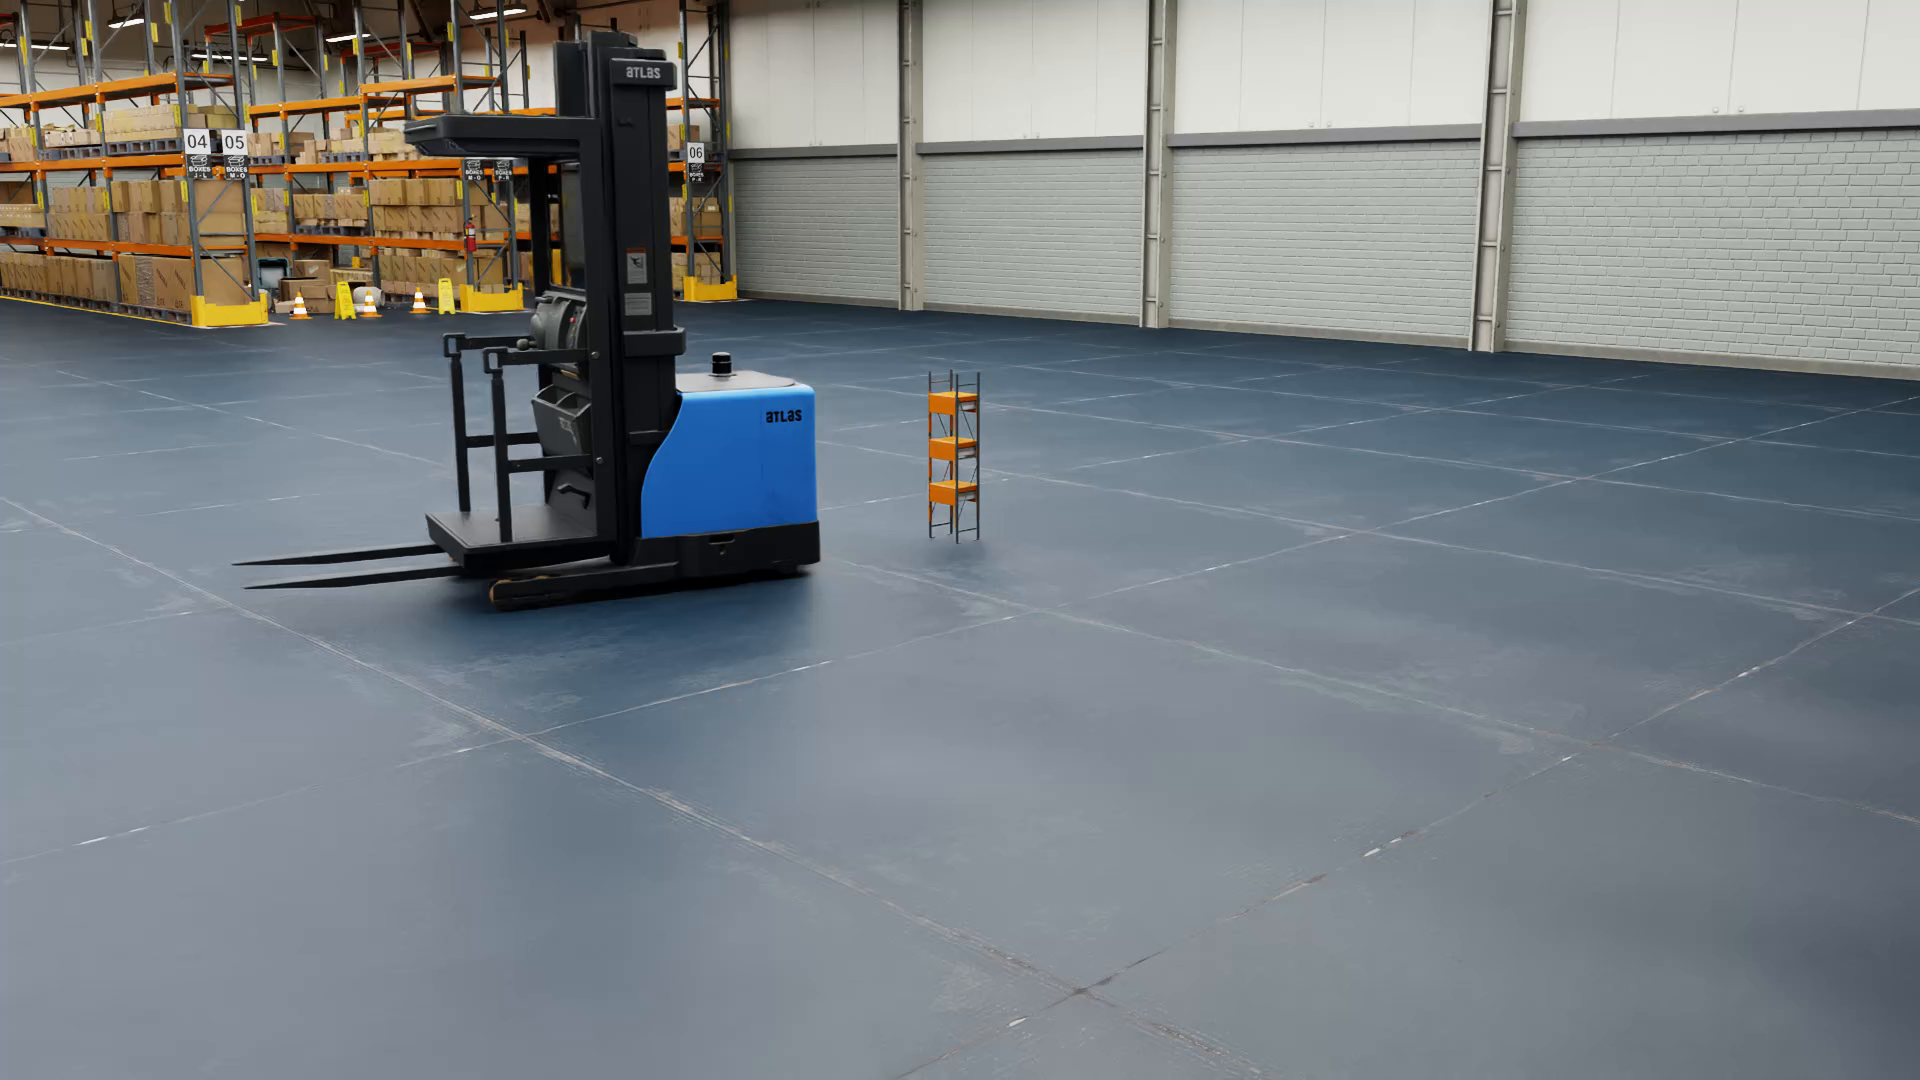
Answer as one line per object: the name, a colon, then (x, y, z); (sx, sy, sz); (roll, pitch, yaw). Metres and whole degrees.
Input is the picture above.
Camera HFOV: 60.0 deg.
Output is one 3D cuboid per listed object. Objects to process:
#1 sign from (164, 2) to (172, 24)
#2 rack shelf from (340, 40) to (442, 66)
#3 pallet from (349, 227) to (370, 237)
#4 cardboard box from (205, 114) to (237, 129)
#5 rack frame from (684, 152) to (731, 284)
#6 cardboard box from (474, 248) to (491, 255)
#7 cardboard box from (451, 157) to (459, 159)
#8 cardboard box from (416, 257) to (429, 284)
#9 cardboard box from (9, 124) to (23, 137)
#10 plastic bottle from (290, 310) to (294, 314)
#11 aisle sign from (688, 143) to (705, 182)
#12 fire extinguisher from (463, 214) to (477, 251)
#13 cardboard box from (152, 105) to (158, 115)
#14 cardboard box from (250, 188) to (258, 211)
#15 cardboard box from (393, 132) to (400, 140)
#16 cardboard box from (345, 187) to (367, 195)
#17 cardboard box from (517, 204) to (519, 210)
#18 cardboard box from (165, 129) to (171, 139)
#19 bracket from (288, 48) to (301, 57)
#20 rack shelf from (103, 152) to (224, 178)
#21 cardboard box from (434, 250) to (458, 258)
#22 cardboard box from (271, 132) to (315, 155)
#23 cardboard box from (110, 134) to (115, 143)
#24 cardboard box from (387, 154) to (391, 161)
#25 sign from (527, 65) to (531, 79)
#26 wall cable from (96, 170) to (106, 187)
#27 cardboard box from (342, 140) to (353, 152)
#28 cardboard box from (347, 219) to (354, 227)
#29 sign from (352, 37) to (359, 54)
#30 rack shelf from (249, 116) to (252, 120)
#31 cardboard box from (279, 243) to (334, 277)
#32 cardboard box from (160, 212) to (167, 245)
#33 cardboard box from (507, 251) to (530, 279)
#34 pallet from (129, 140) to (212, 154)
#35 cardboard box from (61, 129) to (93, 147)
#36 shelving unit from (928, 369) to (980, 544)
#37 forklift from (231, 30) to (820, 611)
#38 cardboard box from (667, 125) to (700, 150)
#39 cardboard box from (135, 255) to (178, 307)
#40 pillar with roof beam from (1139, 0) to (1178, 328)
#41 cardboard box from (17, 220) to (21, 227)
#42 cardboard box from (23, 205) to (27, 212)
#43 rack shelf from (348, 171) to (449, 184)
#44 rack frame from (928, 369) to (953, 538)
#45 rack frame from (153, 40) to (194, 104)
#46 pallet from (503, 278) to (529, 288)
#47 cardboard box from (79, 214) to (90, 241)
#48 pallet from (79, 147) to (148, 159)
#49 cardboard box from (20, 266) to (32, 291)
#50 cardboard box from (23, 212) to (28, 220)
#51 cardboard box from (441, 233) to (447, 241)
sign: (-12.742, -8.480, 26.760); (0.100, 0.325, 0.005); (-11, 16, -43)
rack shelf: (-14.910, -12.773, 43.653); (1.077, 0.370, 4.000); (-11, 16, -43)
pallet: (-12.015, -6.445, 34.737); (1.003, 0.211, 1.213); (-11, 16, -43)
cardboard box: (-12.488, -7.021, 27.970); (0.500, 0.250, 0.500); (-11, 16, -43)
rack frame: (-5.242, -6.516, 34.604); (1.000, 3.000, 0.127); (-11, 16, -43)
cardboard box: (-11.801, -7.144, 41.200); (0.380, 0.149, 0.250); (-10, 15, -41)
cardboard box: (-9.278, -7.183, 31.030); (0.380, 0.149, 0.250); (-11, 16, -42)
cardboard box: (-10.278, -5.281, 32.524); (0.500, 0.500, 0.500); (11, 16, 44)
cardboard box: (-19.235, -8.387, 34.109); (0.396, 0.266, 0.258); (-11, 16, -43)
plastic bottle: (-12.260, -4.207, 30.679); (0.283, 0.061, 0.133); (6, 13, 26)
aisle sign: (-5.409, -7.738, 34.096); (0.394, 0.787, 0.004); (-11, 16, -43)
fire extinguisher: (-9.084, -5.705, 30.859); (0.296, 0.674, 0.183); (-11, 16, -43)
cardboard box: (-13.346, -7.224, 27.965); (0.380, 0.149, 0.250); (-11, 16, -42)
cardboard box: (-15.943, -7.791, 38.067); (0.500, 0.500, 0.500); (-11, 16, -43)
cardboard box: (-10.864, -7.908, 32.572); (0.250, 0.149, 0.380); (11, 16, 43)
cardboard box: (-12.559, -7.260, 34.583); (0.250, 0.149, 0.380); (11, 16, 43)
cardboard box: (-10.378, -7.890, 39.417); (0.380, 0.149, 0.250); (-10, 16, -41)
cardboard box: (-12.988, -6.758, 27.680); (0.380, 0.149, 0.250); (-11, 16, -42)
bracket: (-19.682, -14.428, 49.222); (0.235, 0.232, 0.430); (-11, 16, -43)
rack shelf: (-13.721, -6.528, 29.011); (1.077, 0.370, 4.000); (-11, 16, -43)
cardboard box: (-9.874, -5.492, 31.944); (0.380, 0.149, 0.250); (-10, 15, -41)
cardboard box: (-14.724, -8.750, 36.720); (0.637, 0.503, 0.797); (11, 16, 42)
cardboard box: (-14.916, -7.165, 29.658); (0.380, 0.149, 0.250); (-11, 16, -42)
cardboard box: (-11.163, -7.607, 33.089); (0.380, 0.149, 0.250); (-11, 16, -43)
sign: (-10.368, -11.235, 39.933); (0.100, 0.325, 0.005); (-11, 16, -43)
wall cable: (-23.790, -9.491, 46.451); (0.585, 1.953, 0.123); (-11, 16, -43)
cardboard box: (-12.446, -8.148, 34.425); (0.500, 0.250, 0.500); (-11, 16, -42)
cardboard box: (-12.520, -6.600, 34.595); (0.380, 0.149, 0.250); (-11, 16, -43)
sign: (-11.989, -9.802, 32.982); (0.100, 0.325, 0.005); (-11, 16, -43)
rack shelf: (-18.498, -10.257, 40.669); (1.077, 0.370, 4.000); (-11, 16, -43)
cardboard box: (-14.771, -6.268, 37.628); (0.875, 0.875, 0.875); (-11, 16, -43)
cardboard box: (-13.320, -5.417, 28.898); (0.875, 0.550, 0.550); (-11, 16, -43)
cardboard box: (-10.346, -6.633, 40.017); (0.875, 0.625, 0.625); (-10, 15, -41)
pallet: (-13.707, -6.830, 28.913); (1.003, 0.211, 1.213); (-11, 16, -43)
cardboard box: (-16.823, -7.682, 31.765); (0.500, 0.311, 0.500); (-11, 16, -44)
shelving unit: (-0.037, -0.522, 10.343); (0.215, 1.050, 0.252); (-11, 16, -43)
forklift: (-2.342, -1.187, 8.908); (3.031, 2.935, 1.130); (-6, 13, -28)
cardboard box: (-5.724, -8.319, 34.387); (0.500, 0.500, 0.500); (-10, 15, -41)
cardboard box: (-14.093, -4.635, 29.701); (0.875, 0.875, 0.875); (-11, 16, -42)
pillar with roof beam: (0.102, -7.330, 23.689); (9.100, 9.000, 0.400); (-11, 16, -43)
cardboard box: (-19.055, -6.488, 34.051); (0.380, 0.149, 0.250); (-11, 16, -43)
cardboard box: (-18.706, -6.705, 33.631); (0.380, 0.149, 0.250); (-11, 16, -43)
rack shelf: (-14.910, -9.676, 44.291); (1.077, 0.370, 4.000); (-11, 16, -43)
rack frame: (-0.121, -0.540, 10.430); (0.200, 1.050, 0.008); (-11, 16, -43)
rack frame: (-19.879, -11.097, 41.973); (1.000, 3.000, 0.127); (-11, 16, -43)
pallet: (-10.227, -6.192, 39.943); (1.003, 0.211, 1.213); (-11, 16, -43)
cardboard box: (-16.354, -5.938, 31.552); (0.500, 0.500, 0.500); (-11, 16, -42)
pallet: (-15.771, -7.205, 30.990); (1.217, 0.209, 0.805); (11, 16, 43)
cardboard box: (-19.241, -5.479, 34.724); (0.500, 0.500, 0.500); (11, 16, 43)
cardboard box: (-18.721, -6.562, 33.674); (0.380, 0.149, 0.250); (-10, 15, -40)
cardboard box: (-9.659, -5.787, 31.690); (0.380, 0.149, 0.250); (-11, 16, -44)
